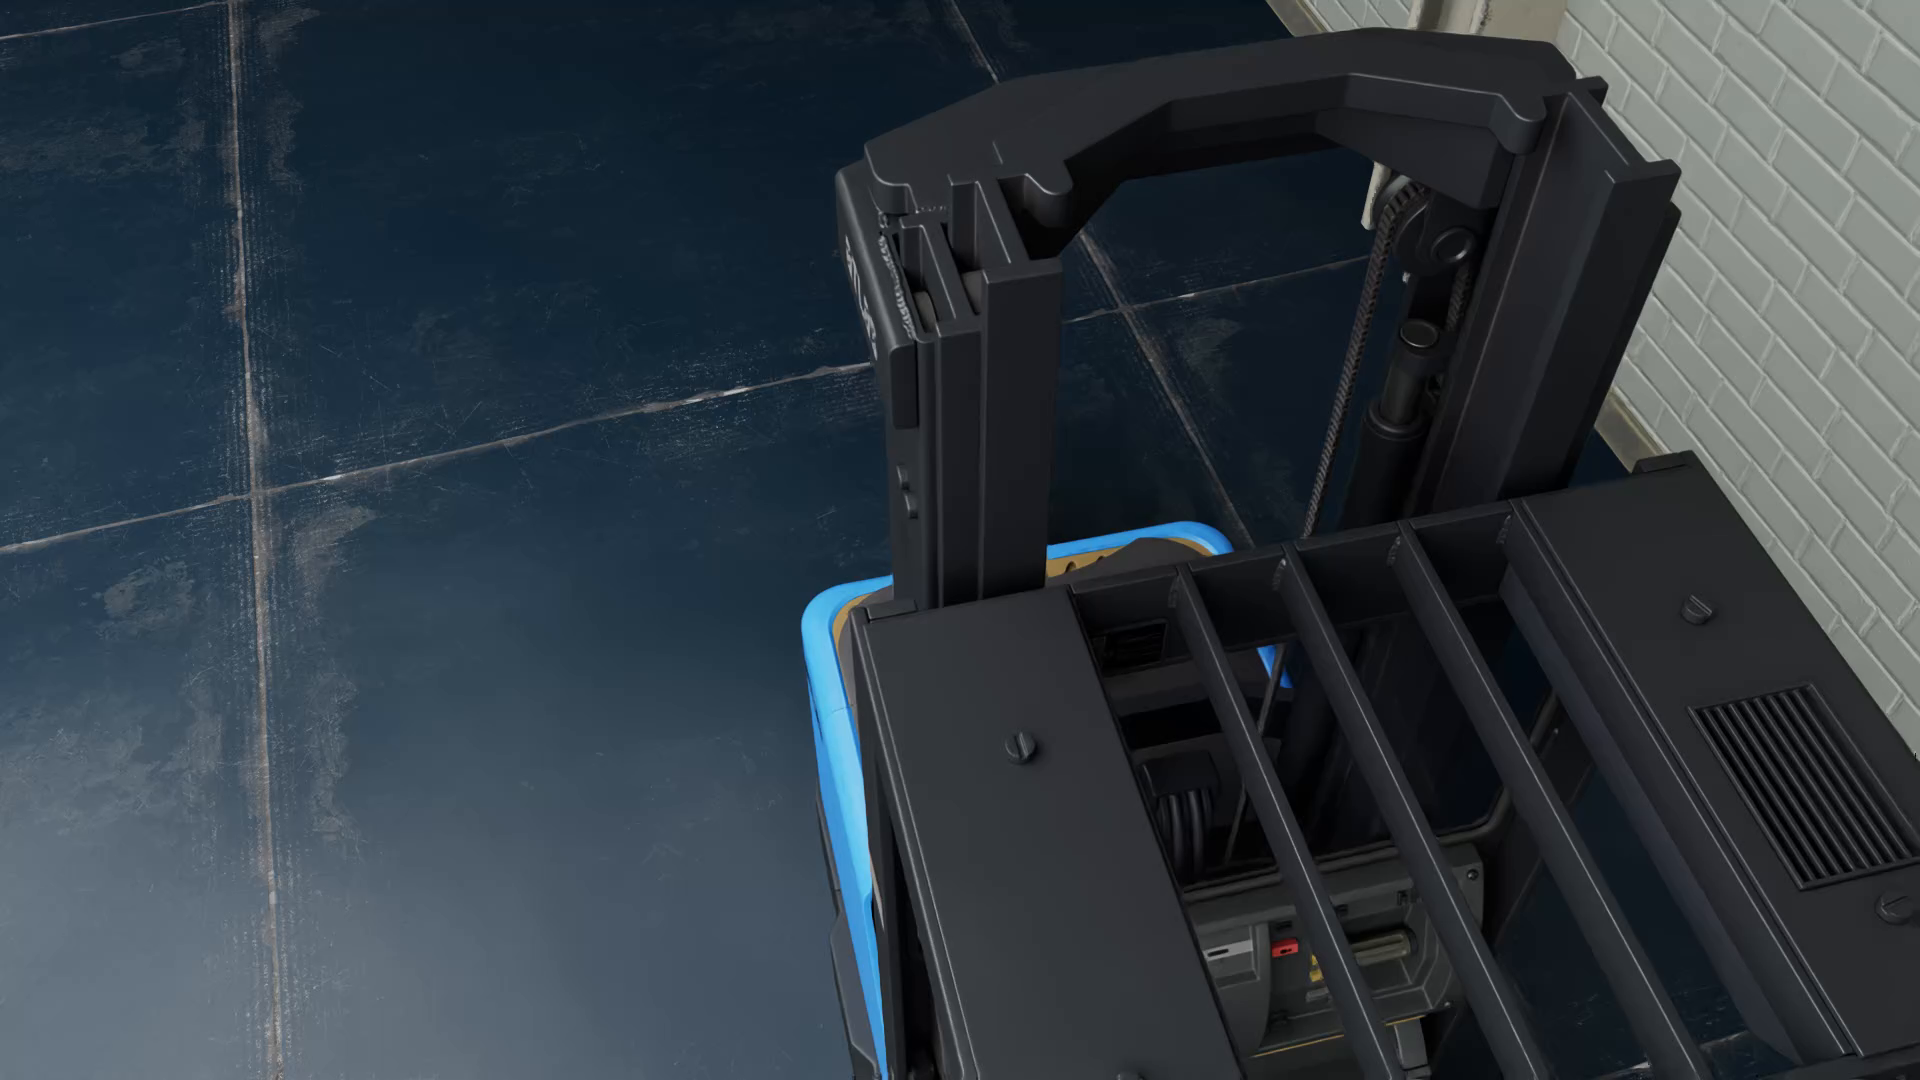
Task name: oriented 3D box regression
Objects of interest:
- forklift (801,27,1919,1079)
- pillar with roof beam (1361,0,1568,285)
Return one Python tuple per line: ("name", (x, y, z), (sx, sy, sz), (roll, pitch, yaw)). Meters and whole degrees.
("forklift", (0.469, 0.872, 2.597), (1.130, 2.935, 3.031), (-10, 51, -9))
("pillar with roof beam", (-2.400, -3.019, 1.910), (9.100, 9.000, 0.400), (-13, 51, -11))
